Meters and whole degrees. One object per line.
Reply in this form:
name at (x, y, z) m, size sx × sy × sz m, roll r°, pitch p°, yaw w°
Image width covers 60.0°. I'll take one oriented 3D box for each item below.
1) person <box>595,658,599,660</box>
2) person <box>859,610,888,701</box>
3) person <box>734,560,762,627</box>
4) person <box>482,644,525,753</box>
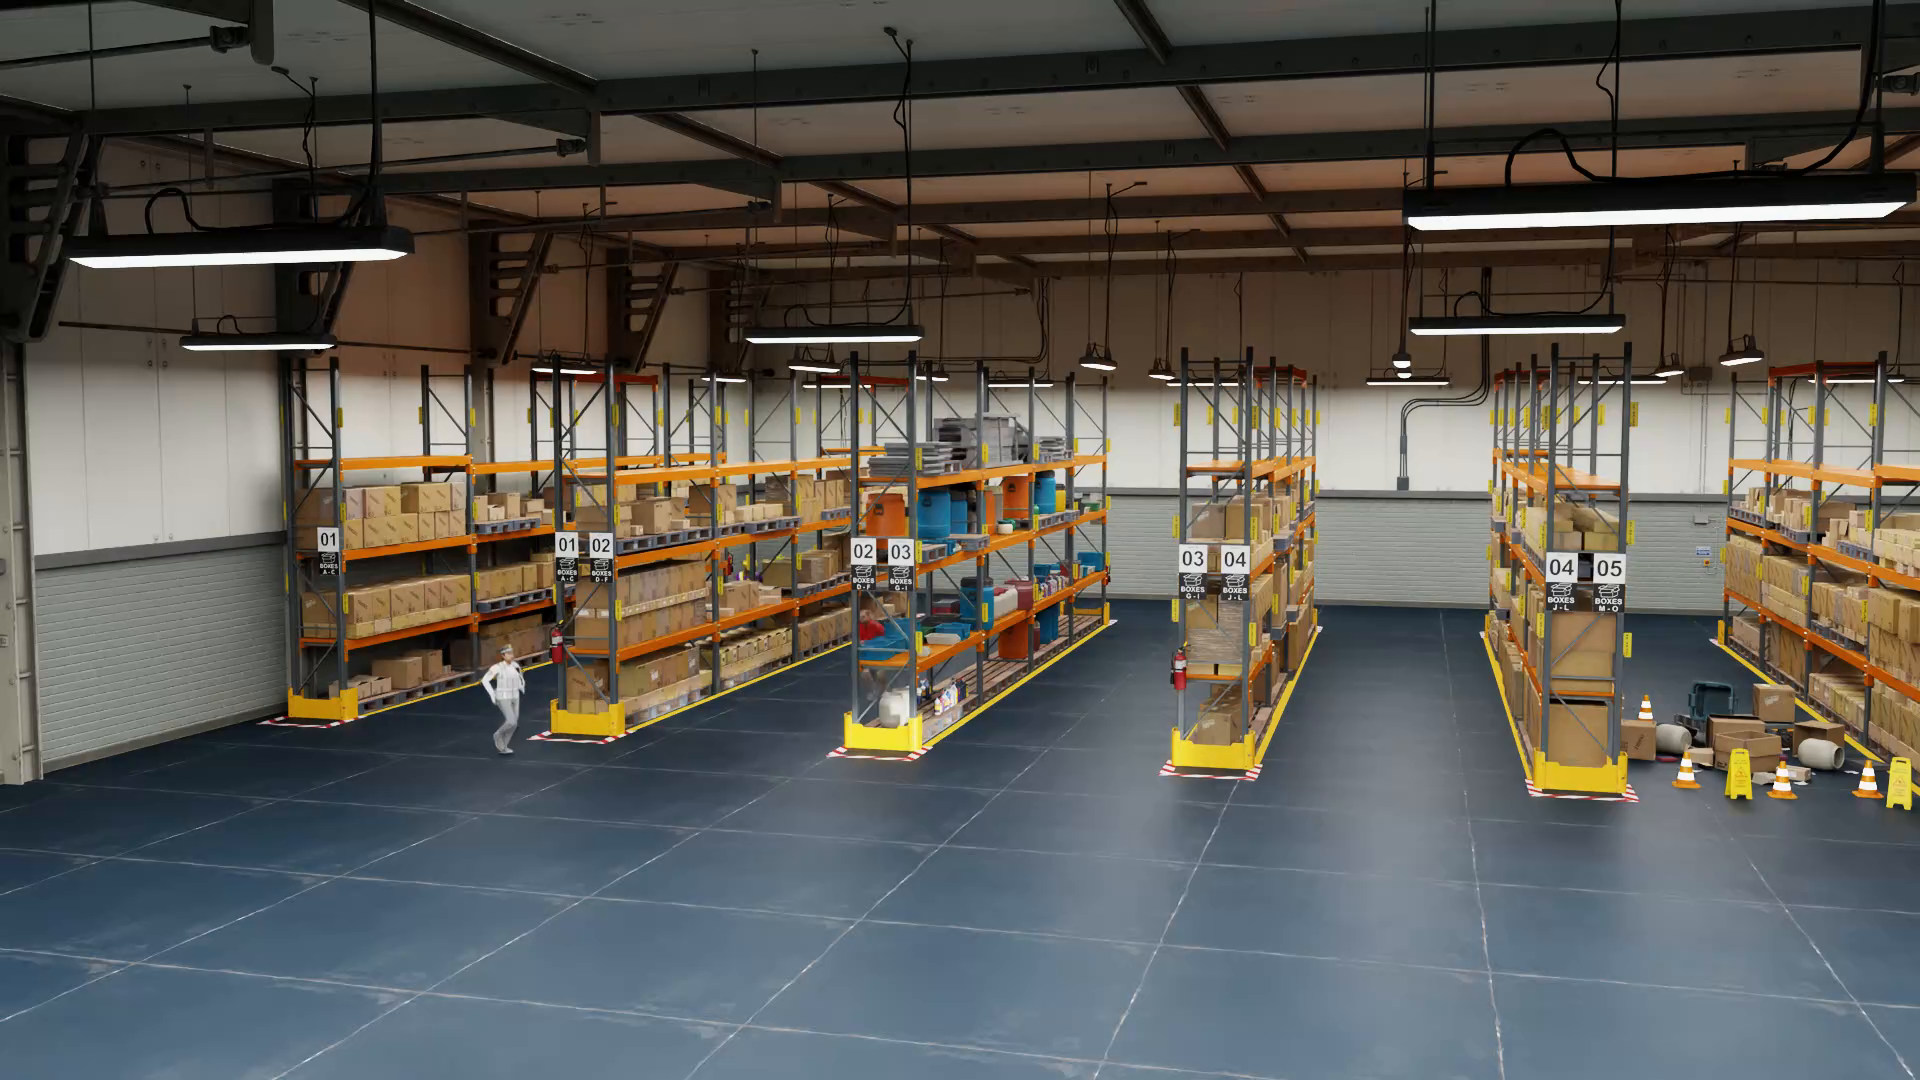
person at (-7.132, 1.766, 32.604) m, size 0.521 × 1.749 × 0.847 m, roll 1°, pitch 4°, yaw 10°
person at (-1.556, 2.053, 29.441) m, size 0.681 × 1.702 × 0.932 m, roll 2°, pitch 5°, yaw 28°
person at (-4.825, 1.351, 37.817) m, size 0.659 × 1.812 × 0.832 m, roll 2°, pitch 4°, yaw 21°
person at (-6.680, 2.361, 24.649) m, size 0.563 × 1.649 × 0.606 m, roll 3°, pitch 5°, yaw 38°
